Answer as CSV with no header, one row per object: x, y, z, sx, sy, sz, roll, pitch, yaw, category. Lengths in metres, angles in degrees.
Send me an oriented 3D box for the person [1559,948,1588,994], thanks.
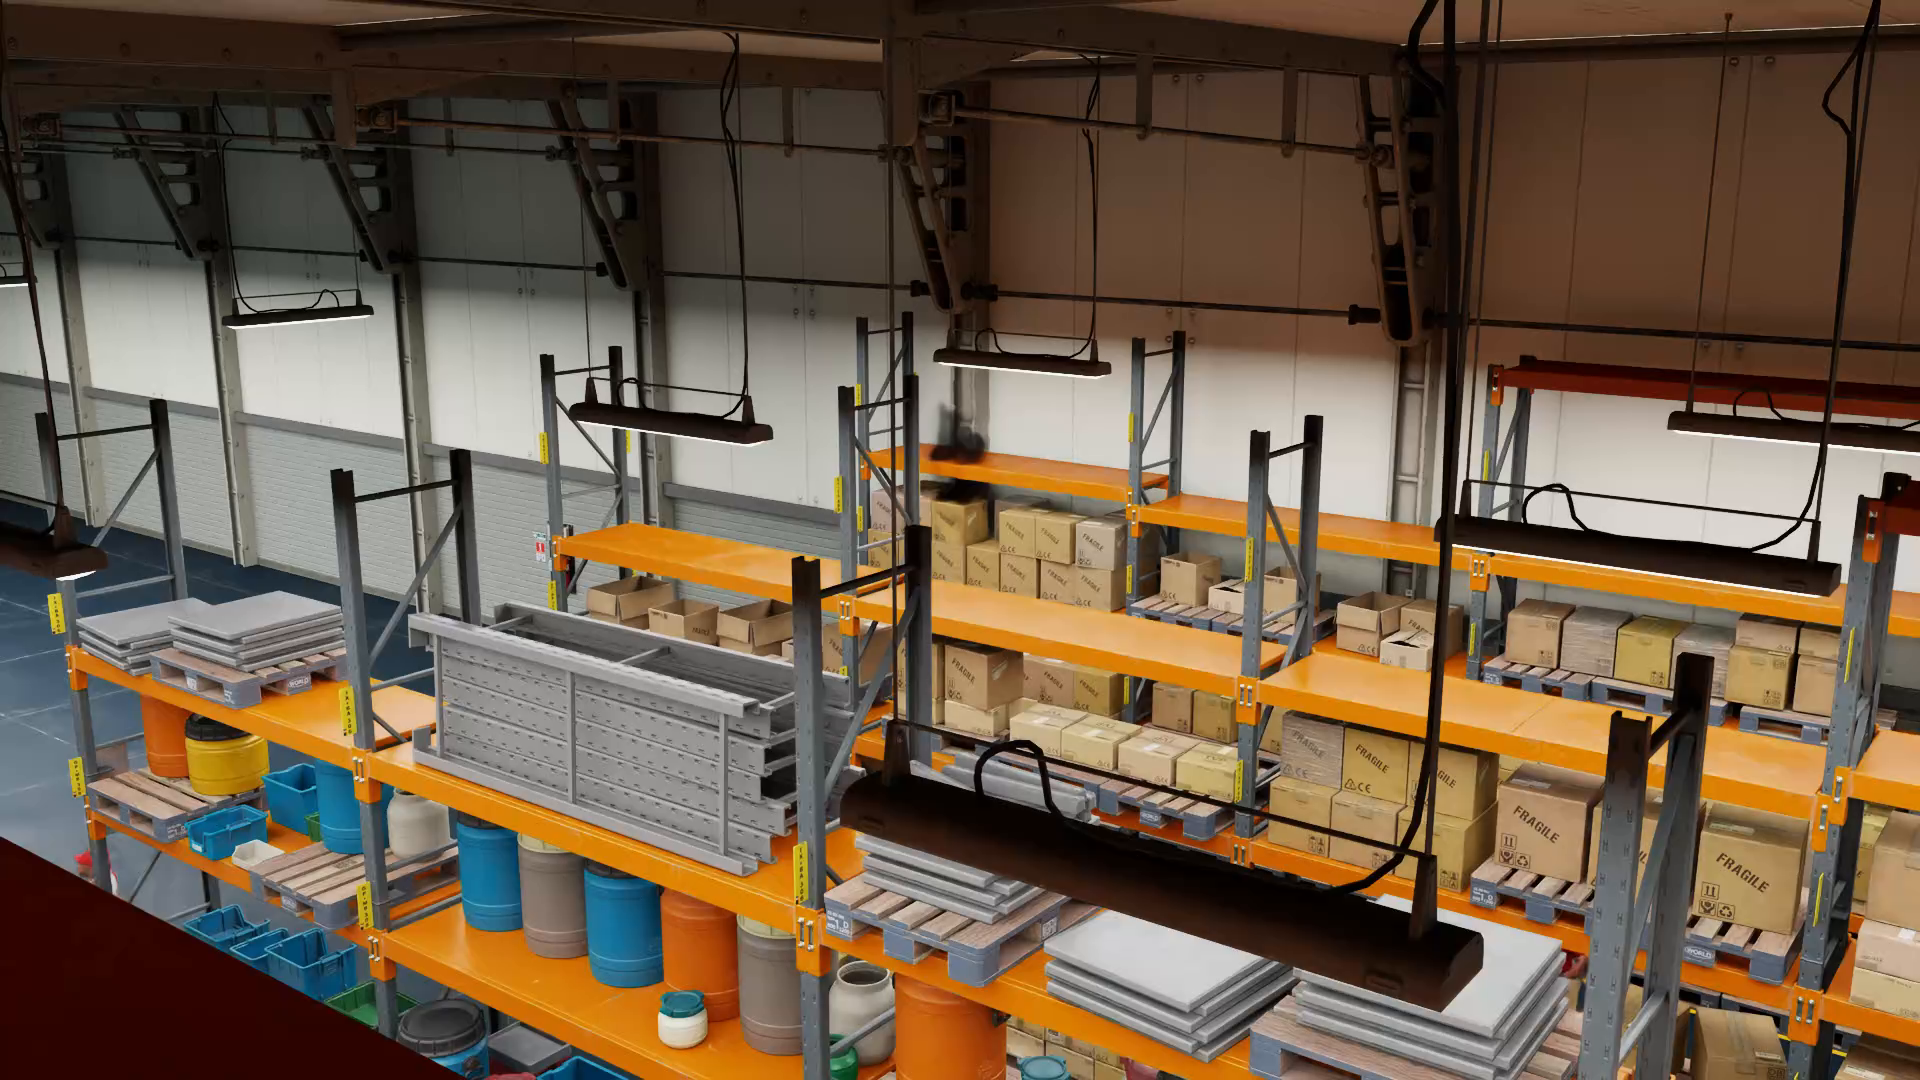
5.330,3.912,14.612,0.943,1.719,0.647,5,14,21,person

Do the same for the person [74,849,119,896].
-8.047,3.682,15.527,0.548,1.736,0.676,-3,13,-11,person
